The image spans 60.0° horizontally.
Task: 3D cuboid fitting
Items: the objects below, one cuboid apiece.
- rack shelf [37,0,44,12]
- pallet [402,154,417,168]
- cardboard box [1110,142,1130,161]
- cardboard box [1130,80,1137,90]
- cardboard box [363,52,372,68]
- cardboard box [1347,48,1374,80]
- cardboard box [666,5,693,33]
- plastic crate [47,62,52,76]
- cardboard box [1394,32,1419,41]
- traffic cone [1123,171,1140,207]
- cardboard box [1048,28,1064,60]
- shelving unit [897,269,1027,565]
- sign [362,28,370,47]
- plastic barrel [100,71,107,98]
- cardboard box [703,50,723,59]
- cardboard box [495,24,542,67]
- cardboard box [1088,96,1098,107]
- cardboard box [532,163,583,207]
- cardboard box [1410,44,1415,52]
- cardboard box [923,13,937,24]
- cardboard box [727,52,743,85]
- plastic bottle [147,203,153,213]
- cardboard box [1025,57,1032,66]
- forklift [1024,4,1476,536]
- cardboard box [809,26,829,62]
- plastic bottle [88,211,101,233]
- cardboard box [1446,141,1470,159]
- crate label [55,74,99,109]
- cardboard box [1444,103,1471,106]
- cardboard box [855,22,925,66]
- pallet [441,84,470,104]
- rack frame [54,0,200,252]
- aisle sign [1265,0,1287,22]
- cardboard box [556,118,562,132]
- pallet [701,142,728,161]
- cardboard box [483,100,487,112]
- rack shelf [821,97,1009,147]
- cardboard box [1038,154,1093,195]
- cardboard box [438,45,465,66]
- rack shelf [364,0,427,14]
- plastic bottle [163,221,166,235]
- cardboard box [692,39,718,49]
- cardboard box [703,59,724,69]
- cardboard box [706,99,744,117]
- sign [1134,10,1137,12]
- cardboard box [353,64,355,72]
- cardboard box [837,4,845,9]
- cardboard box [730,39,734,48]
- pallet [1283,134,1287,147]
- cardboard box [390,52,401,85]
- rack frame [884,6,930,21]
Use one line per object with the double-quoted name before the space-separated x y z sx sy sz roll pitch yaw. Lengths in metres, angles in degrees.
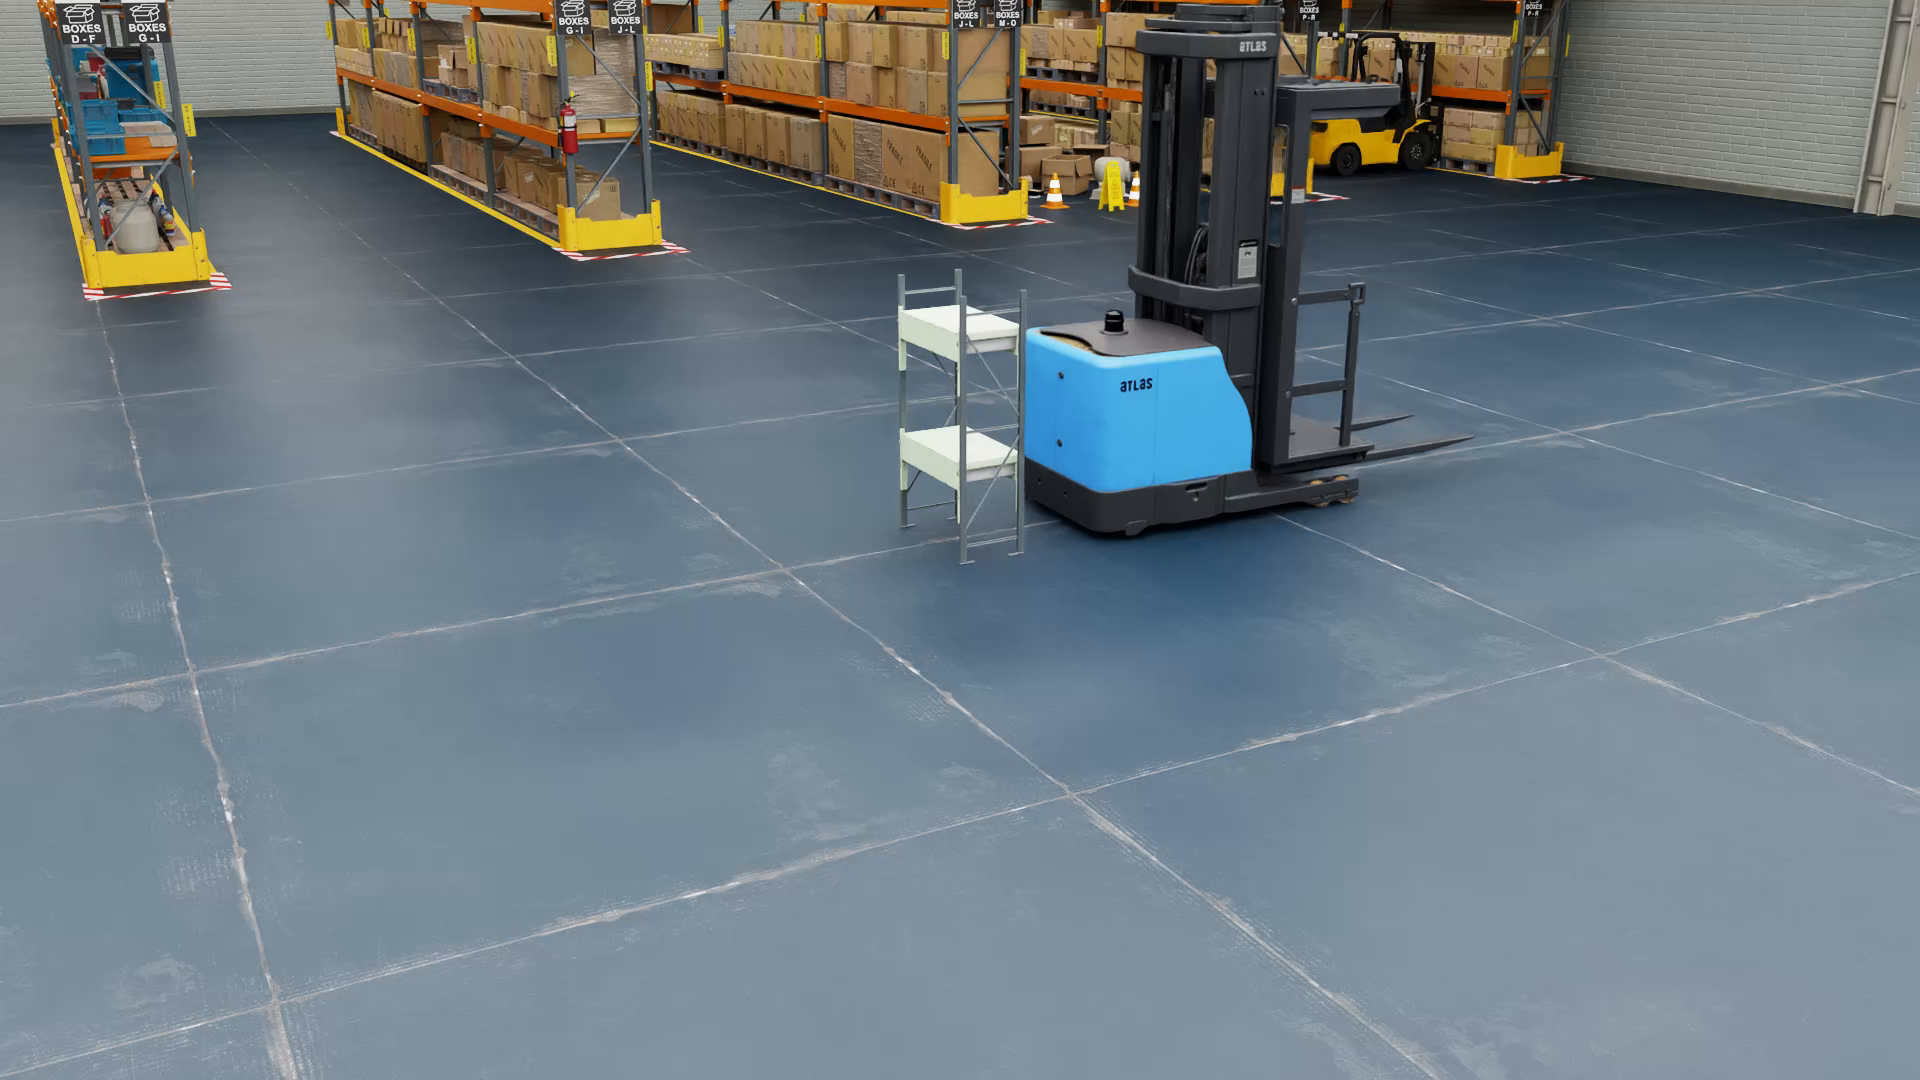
"rack shelf" -13.212 -8.077 24.943 1.077 0.370 4.000 -10 21 -27
"pallet" -8.787 -6.461 28.033 1.003 0.211 1.213 -10 21 -27
"cardboard box" 2.760 -6.266 26.763 0.500 0.250 0.500 -11 22 -29
"cardboard box" 2.903 -7.184 26.236 0.380 0.149 0.250 -10 21 -27
"cardboard box" -10.244 -8.496 29.428 0.500 0.250 0.500 -10 22 -28
"cardboard box" 7.065 -8.228 28.724 0.500 0.500 0.500 -11 22 -28
"cardboard box" -5.390 -9.907 31.601 0.500 0.500 0.500 -9 21 -25
"plastic crate" -15.609 -8.170 28.876 0.416 0.233 0.300 -10 21 -27
"cardboard box" 7.485 -8.412 27.808 0.380 0.149 0.250 -10 22 -28
"traffic cone" 2.462 -4.885 23.079 0.336 0.463 0.334 -10 21 -27
"cardboard box" 1.819 -8.353 27.987 0.500 0.500 0.500 -9 21 -25
"shelving unit" 0.003 -0.707 9.381 0.431 1.500 0.755 -10 21 -27
"sign" -10.291 -8.700 28.798 0.100 0.325 0.005 -10 21 -27
"plastic barrel" -11.178 -5.984 22.166 0.433 0.535 0.433 0 19 0
"cardboard box" -4.126 -8.223 28.147 0.380 0.149 0.250 -9 21 -26
"cardboard box" -5.539 -6.248 20.999 0.500 0.500 0.500 -10 21 -27
"cardboard box" 3.179 -9.799 36.908 0.500 0.311 0.500 -9 21 -25
"cardboard box" -5.207 -4.610 21.581 0.500 0.500 0.500 -12 22 -31
"cardboard box" 7.586 -8.198 27.643 0.380 0.149 0.250 -11 22 -28
"cardboard box" -0.373 -9.791 31.720 0.500 0.500 0.500 -10 22 -28
"cardboard box" -3.515 -7.808 27.506 0.500 0.500 0.500 -10 21 -26
"plastic bottle" -9.579 -3.848 19.675 0.061 0.283 0.133 -10 21 -27
"cardboard box" 1.298 -8.373 29.039 0.380 0.149 0.250 -9 21 -23
"forklift" 1.895 -1.726 10.141 3.031 2.935 1.130 -10 21 -26
"cardboard box" -1.832 -7.444 24.920 0.700 0.500 0.500 -10 22 -28
"plastic bottle" -9.965 -3.706 19.161 0.144 0.351 0.185 -9 21 -24
"cardboard box" 8.254 -6.329 26.946 0.500 0.250 0.500 -10 21 -27
"crate label" -12.029 -6.114 22.697 0.502 0.435 0.616 -10 21 -27
"cardboard box" 8.216 -7.175 27.865 0.500 0.250 0.500 -10 22 -28
"cardboard box" -0.947 -6.937 23.250 0.875 0.550 0.550 -10 21 -27
"pallet" -6.928 -6.539 24.277 1.003 0.211 1.213 -10 21 -27
"rack frame" -8.464 -4.128 16.996 1.000 3.000 0.127 -10 21 -27
"aisle sign" 4.391 -7.596 23.062 0.394 0.787 0.004 -10 21 -27
"cardboard box" -4.540 -4.898 19.613 0.380 0.149 0.250 -10 21 -27
"pallet" -3.860 -6.837 29.123 1.003 0.211 1.213 -10 21 -27
"cardboard box" -6.167 -5.816 22.274 0.380 0.149 0.250 -10 21 -27
"rack shelf" -0.642 -5.868 23.143 1.077 0.370 4.000 -10 21 -27
"cardboard box" 1.554 -5.362 24.400 0.637 0.503 0.797 7 20 20
"cardboard box" -7.612 -7.289 25.358 0.500 0.500 0.500 -13 23 -33
"rack shelf" -8.853 -8.844 27.166 1.077 0.370 4.000 -10 21 -27
"plastic bottle" -9.100 -3.612 19.115 0.097 0.201 0.097 0 19 0
"cardboard box" -4.369 -8.509 28.522 0.380 0.149 0.250 -9 21 -25
"cardboard box" -4.129 -8.081 28.193 0.380 0.149 0.250 -10 21 -26
"cardboard box" -4.046 -7.458 28.685 0.500 0.250 0.500 -11 22 -28
"sign" 3.772 -11.279 35.945 0.100 0.325 0.005 -10 21 -27
"cardboard box" -10.967 -8.700 30.631 0.380 0.149 0.250 -10 21 -26
"cardboard box" -2.357 -11.253 34.964 0.380 0.149 0.250 -11 22 -28
"cardboard box" -3.782 -8.602 28.792 0.380 0.149 0.250 -10 21 -27
"pallet" 6.116 -7.586 31.293 1.003 0.211 1.213 -10 21 -27
"cardboard box" -9.078 -7.781 27.429 0.500 0.500 0.500 -10 21 -26
"rack frame" -1.082 -9.875 33.651 1.000 3.000 0.127 -10 21 -27
